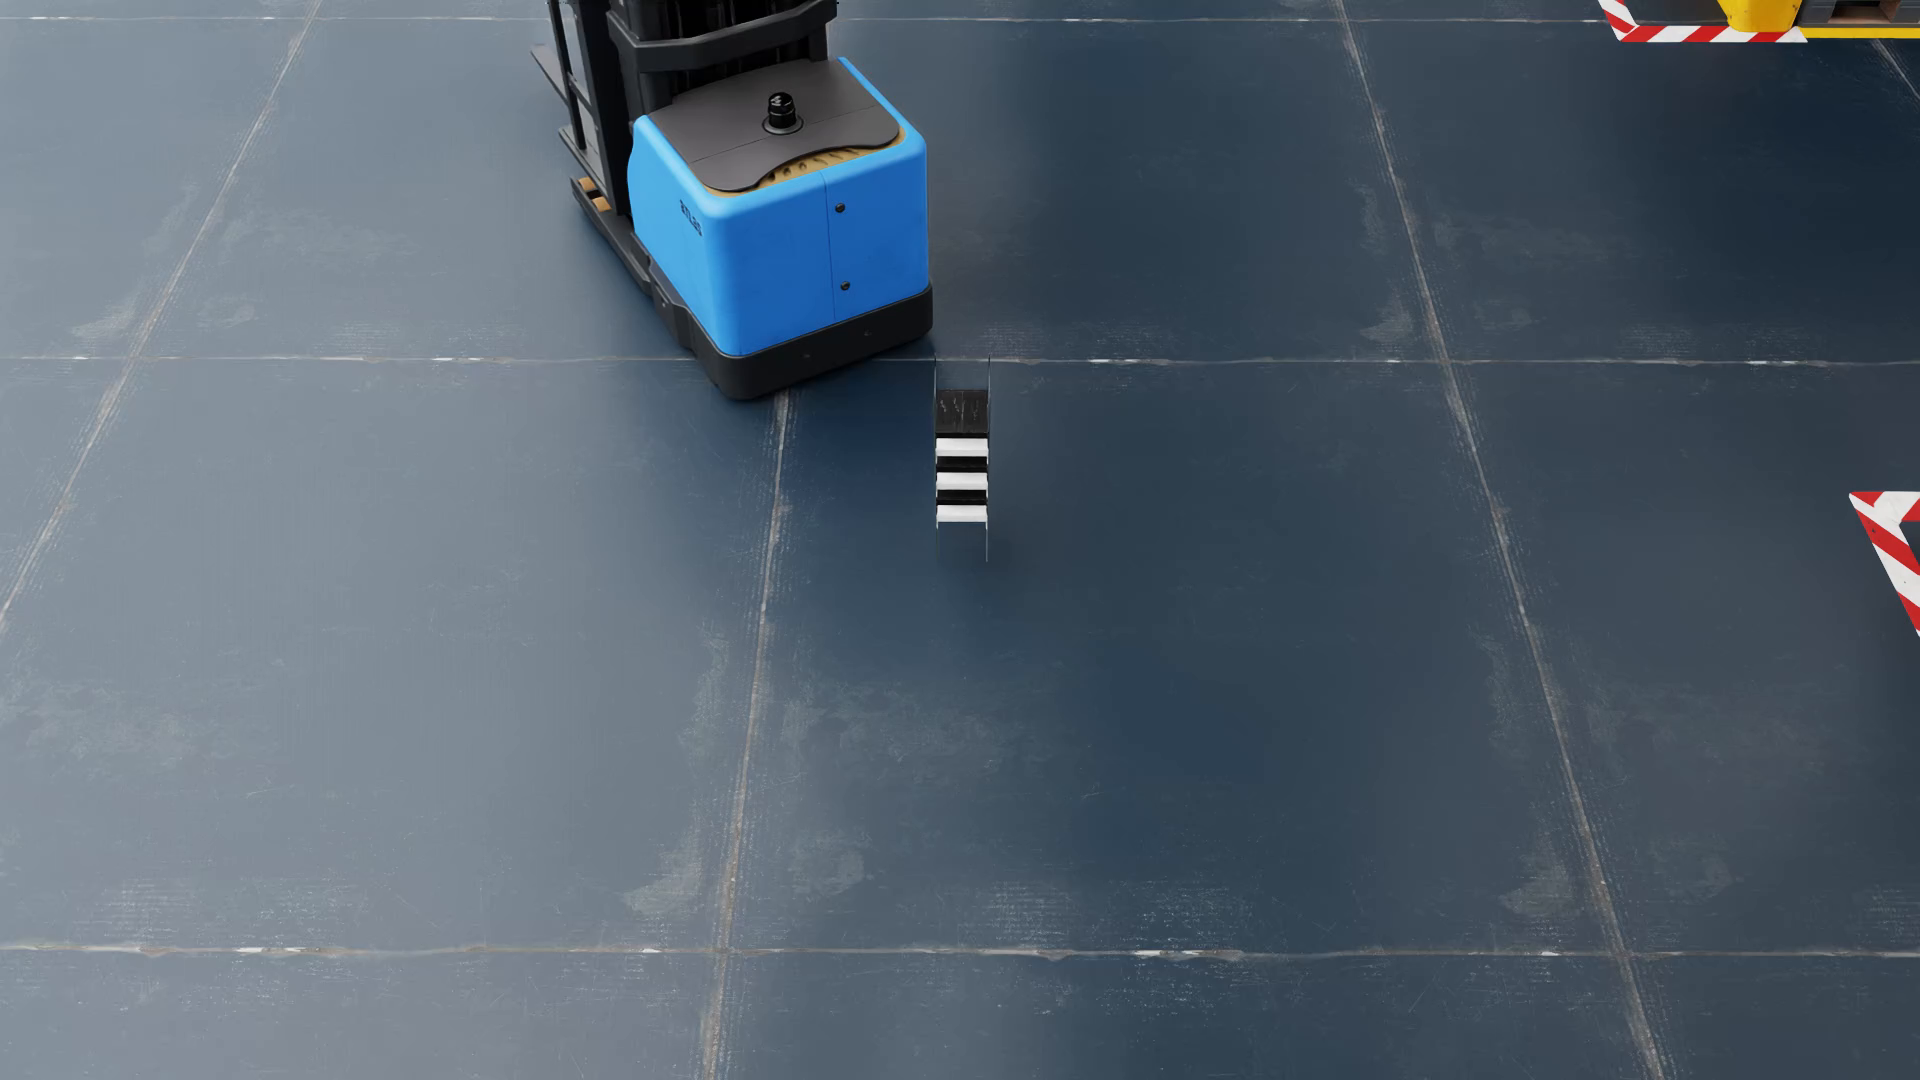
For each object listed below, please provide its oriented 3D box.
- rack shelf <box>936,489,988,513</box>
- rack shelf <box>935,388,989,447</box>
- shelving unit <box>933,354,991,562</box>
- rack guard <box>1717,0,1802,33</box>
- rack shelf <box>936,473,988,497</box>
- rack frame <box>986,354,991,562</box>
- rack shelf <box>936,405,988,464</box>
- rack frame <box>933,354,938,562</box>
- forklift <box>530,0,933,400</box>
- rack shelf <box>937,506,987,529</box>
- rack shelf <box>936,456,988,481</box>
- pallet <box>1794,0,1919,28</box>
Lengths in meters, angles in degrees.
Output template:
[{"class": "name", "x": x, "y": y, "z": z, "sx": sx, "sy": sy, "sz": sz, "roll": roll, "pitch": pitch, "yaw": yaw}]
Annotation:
[{"class": "rack shelf", "x": 0.008, "y": -0.223, "z": 6.592, "sx": 0.200, "sy": 0.077, "sz": 0.258, "roll": 0, "pitch": 47, "yaw": 0}, {"class": "rack shelf", "x": 0.008, "y": -0.468, "z": 6.328, "sx": 0.200, "sy": 0.077, "sz": 0.258, "roll": 0, "pitch": 47, "yaw": 0}, {"class": "shelving unit", "x": 0.008, "y": -0.307, "z": 6.501, "sx": 0.210, "sy": 0.900, "sz": 0.258, "roll": 0, "pitch": 47, "yaw": 0}, {"class": "rack guard", "x": 4.617, "y": -3.512, "z": 9.758, "sx": 0.348, "sy": 0.500, "sz": 1.175, "roll": 0, "pitch": 47, "yaw": 0}, {"class": "rack shelf", "x": 0.008, "y": -0.284, "z": 6.526, "sx": 0.200, "sy": 0.077, "sz": 0.258, "roll": 0, "pitch": 47, "yaw": 0}, {"class": "rack frame", "x": 0.110, "y": -0.306, "z": 6.501, "sx": 0.006, "sy": 0.900, "sz": 0.240, "roll": 0, "pitch": 47, "yaw": 0}, {"class": "rack shelf", "x": 0.008, "y": -0.406, "z": 6.394, "sx": 0.200, "sy": 0.077, "sz": 0.258, "roll": 0, "pitch": 47, "yaw": 0}, {"class": "rack frame", "x": -0.094, "y": -0.307, "z": 6.502, "sx": 0.006, "sy": 0.900, "sz": 0.240, "roll": 0, "pitch": 47, "yaw": 0}, {"class": "forklift", "x": -1.291, "y": -2.690, "z": 7.332, "sx": 1.130, "sy": 2.935, "sz": 3.031, "roll": -23, "pitch": 51, "yaw": -20}, {"class": "rack shelf", "x": 0.008, "y": -0.161, "z": 6.658, "sx": 0.200, "sy": 0.077, "sz": 0.258, "roll": 0, "pitch": 47, "yaw": 0}, {"class": "rack shelf", "x": 0.008, "y": -0.345, "z": 6.460, "sx": 0.200, "sy": 0.077, "sz": 0.258, "roll": 0, "pitch": 47, "yaw": 0}, {"class": "pallet", "x": 5.429, "y": -3.385, "z": 9.838, "sx": 1.213, "sy": 0.211, "sz": 1.003, "roll": 0, "pitch": 47, "yaw": 0}]
